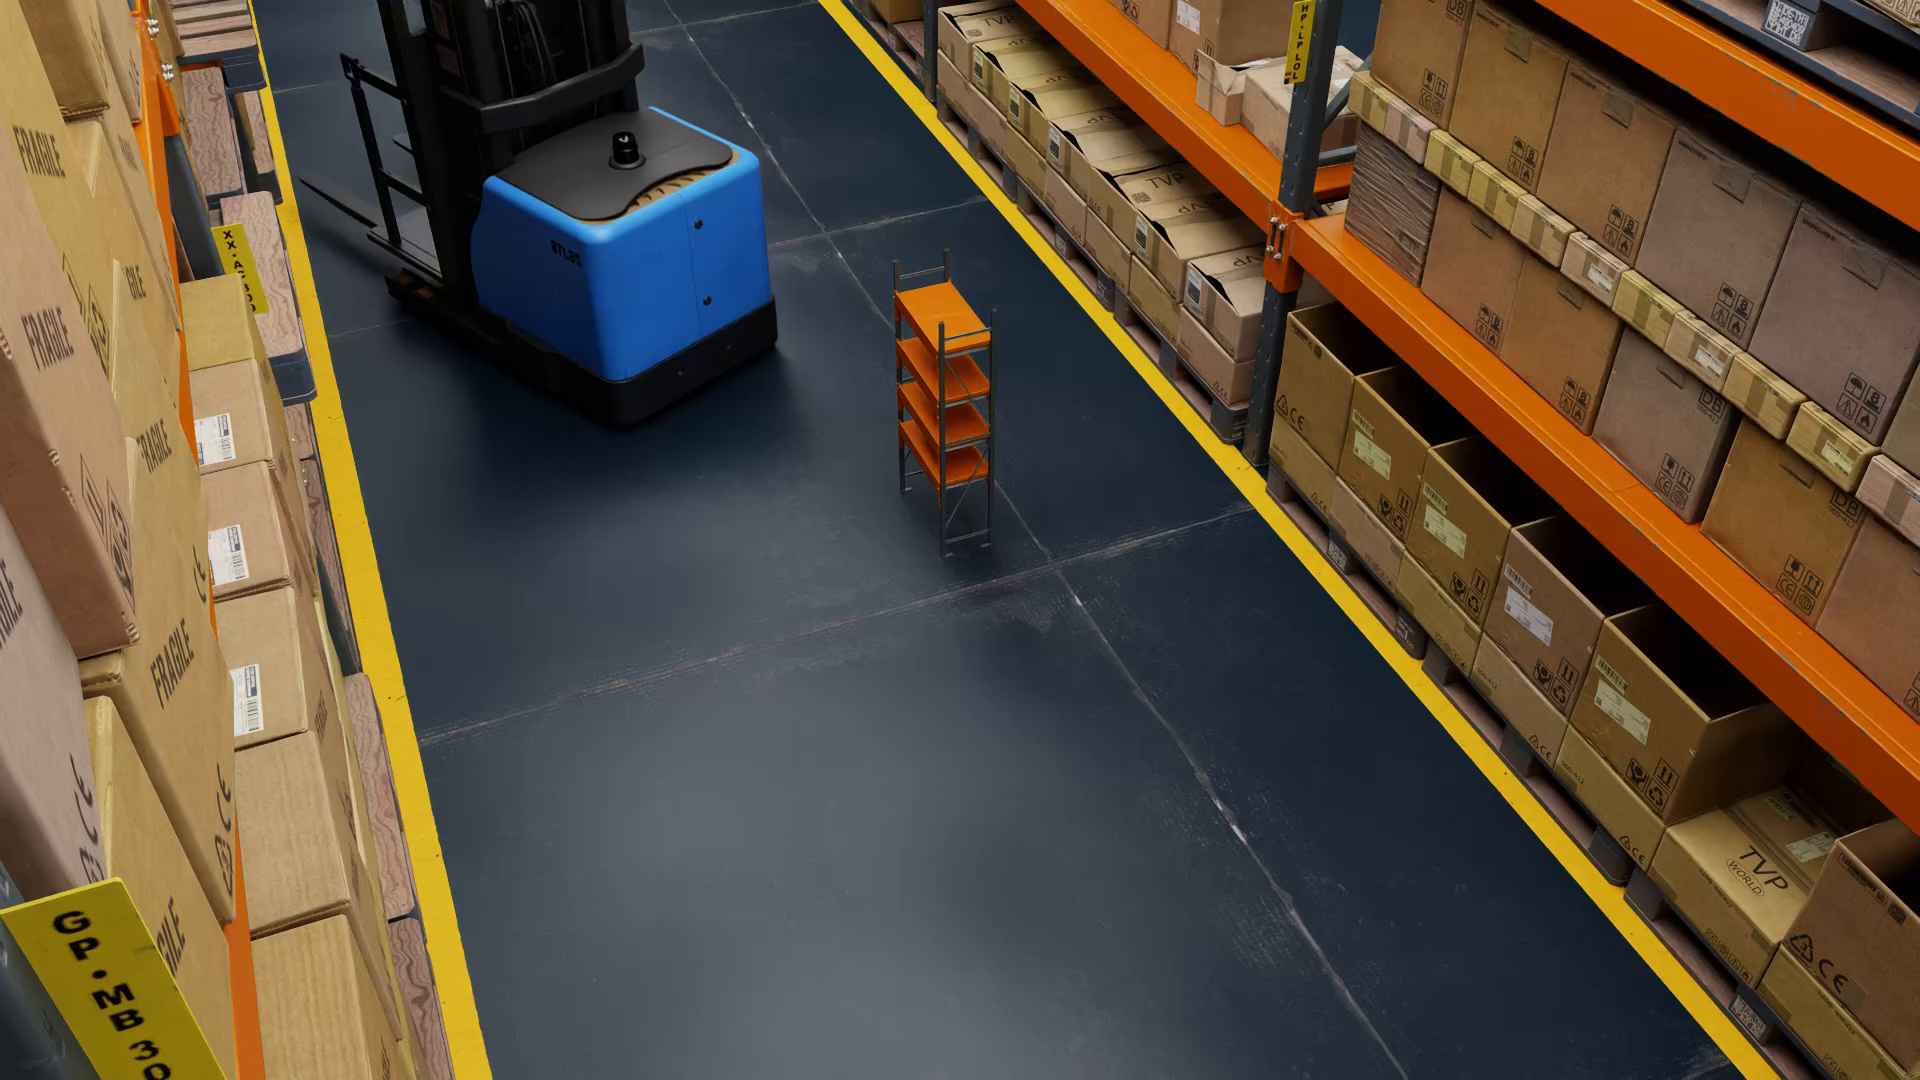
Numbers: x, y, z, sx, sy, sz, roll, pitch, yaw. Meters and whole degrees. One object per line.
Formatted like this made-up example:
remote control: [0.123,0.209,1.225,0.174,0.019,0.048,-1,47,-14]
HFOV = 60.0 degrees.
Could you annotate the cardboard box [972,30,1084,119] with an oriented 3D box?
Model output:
cardboard box: [0.398,-2.659,9.399,0.500,0.311,0.500,-16,43,-18]

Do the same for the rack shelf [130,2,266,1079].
rack shelf: [-2.019,-0.045,3.253,1.077,0.370,4.000,-15,43,-17]

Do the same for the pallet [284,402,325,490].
pallet: [-3.554,-0.533,7.708,1.003,0.211,1.213,-15,43,-17]

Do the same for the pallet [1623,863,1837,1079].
pallet: [2.990,1.393,5.468,1.003,0.211,1.213,-15,43,-17]

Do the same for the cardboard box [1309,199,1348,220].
cardboard box: [1.676,-1.567,8.128,0.500,0.311,0.500,-16,43,-17]

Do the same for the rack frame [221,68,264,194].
rack frame: [-4.315,-2.795,8.200,1.000,3.000,0.127,-15,43,-17]

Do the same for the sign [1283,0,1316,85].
sign: [1.293,-1.891,6.321,0.100,0.325,0.005,-15,43,-17]

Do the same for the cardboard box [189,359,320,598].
cardboard box: [-2.122,-0.114,4.606,0.500,0.500,0.500,-15,43,-17]

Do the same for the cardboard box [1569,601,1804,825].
cardboard box: [2.445,0.537,5.536,0.500,0.500,0.500,-15,43,-17]

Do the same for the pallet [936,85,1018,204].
pallet: [0.539,-2.470,9.961,1.003,0.211,1.213,-15,43,-17]

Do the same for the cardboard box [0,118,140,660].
cardboard box: [-1.322,-0.145,1.959,0.500,0.500,0.500,-16,43,-17]

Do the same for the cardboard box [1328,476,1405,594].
cardboard box: [1.875,-0.083,6.832,0.500,0.250,0.500,-15,43,-17]

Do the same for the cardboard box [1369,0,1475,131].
cardboard box: [1.967,-1.888,6.073,0.700,0.500,0.500,-15,43,-17]

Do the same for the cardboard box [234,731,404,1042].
cardboard box: [-1.531,0.813,3.528,0.500,0.500,0.500,-16,43,-18]

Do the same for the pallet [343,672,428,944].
pallet: [-2.495,1.068,5.847,1.003,0.211,1.213,-15,43,-17]

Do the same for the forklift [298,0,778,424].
forklift: [-2.344,-2.480,7.886,3.031,2.935,1.130,30,49,30]

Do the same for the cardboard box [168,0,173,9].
cardboard box: [-4.126,-2.719,7.697,0.700,0.500,0.500,-20,45,-22]

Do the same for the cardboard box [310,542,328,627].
cardboard box: [-2.140,0.176,4.845,0.500,0.250,0.500,-15,43,-17]

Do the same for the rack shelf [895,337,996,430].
rack shelf: [-0.063,-0.673,6.873,0.258,0.148,0.480,-15,43,-17]

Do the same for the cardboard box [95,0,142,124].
cardboard box: [-2.362,-1.324,4.097,0.500,0.500,0.500,-14,43,-16]

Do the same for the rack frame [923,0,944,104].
rack frame: [0.260,-4.033,9.639,1.000,3.000,0.127,-15,43,-17]

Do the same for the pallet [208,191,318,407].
pallet: [-2.942,-0.809,6.038,1.003,0.211,1.213,-15,43,-17]

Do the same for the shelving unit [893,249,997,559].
shelving unit: [-0.063,-0.555,6.975,0.258,1.200,0.503,-15,43,-17]

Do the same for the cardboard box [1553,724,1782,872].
cardboard box: [2.448,0.821,5.781,0.500,0.250,0.500,-15,43,-17]

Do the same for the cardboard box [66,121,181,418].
cardboard box: [-1.750,-0.384,3.004,0.500,0.500,0.500,-13,42,-14]

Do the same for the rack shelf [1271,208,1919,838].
rack shelf: [2.556,-0.146,5.671,1.077,0.370,4.000,-15,43,-17]

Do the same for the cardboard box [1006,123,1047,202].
cardboard box: [0.587,-2.147,9.233,0.500,0.250,0.500,-16,43,-18]

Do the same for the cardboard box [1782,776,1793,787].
cardboard box: [2.936,0.689,5.935,0.500,0.250,0.500,-15,43,-17]

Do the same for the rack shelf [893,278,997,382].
rack shelf: [-0.063,-0.853,6.719,0.258,0.148,0.480,-15,43,-17]

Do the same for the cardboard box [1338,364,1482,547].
cardboard box: [1.878,-0.368,6.589,0.500,0.500,0.500,-15,43,-17]

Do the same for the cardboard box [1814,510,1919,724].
cardboard box: [2.949,0.149,4.700,0.700,0.500,0.500,-14,43,-16]

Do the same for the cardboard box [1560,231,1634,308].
cardboard box: [2.212,-0.922,5.447,0.380,0.149,0.250,-16,43,-18]

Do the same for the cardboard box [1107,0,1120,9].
cardboard box: [0.918,-3.064,8.436,0.500,0.500,0.500,-17,44,-19]

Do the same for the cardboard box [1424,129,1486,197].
cardboard box: [1.911,-1.391,5.993,0.380,0.149,0.250,-16,43,-18]

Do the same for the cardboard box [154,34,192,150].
cardboard box: [-3.436,-1.633,6.434,0.700,0.500,0.500,-10,42,-11]

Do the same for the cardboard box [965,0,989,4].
cardboard box: [0.350,-3.598,10.713,0.500,0.500,0.500,-13,42,-15]

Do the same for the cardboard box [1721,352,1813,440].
cardboard box: [2.502,-0.460,4.910,0.380,0.149,0.250,-14,43,-16]

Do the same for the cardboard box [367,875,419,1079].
cardboard box: [-1.549,1.083,3.790,0.500,0.250,0.500,-16,43,-18]

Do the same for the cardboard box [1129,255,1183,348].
cardboard box: [1.173,-1.223,8.158,0.500,0.250,0.500,-16,43,-18]

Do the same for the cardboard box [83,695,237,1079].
cardboard box: [-1.151,0.577,1.885,0.500,0.500,0.500,-14,43,-16]

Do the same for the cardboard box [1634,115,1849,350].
cardboard box: [2.543,-0.981,5.018,0.700,0.500,0.500,-15,43,-17]

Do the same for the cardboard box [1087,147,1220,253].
cardboard box: [0.977,-1.738,8.328,0.500,0.311,0.500,-15,43,-17]

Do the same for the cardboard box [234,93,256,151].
cardboard box: [-4.475,-2.615,9.317,0.750,0.750,0.750,-16,43,-17]

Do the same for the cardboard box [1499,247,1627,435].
cardboard box: [2.363,-0.776,5.776,0.700,0.500,0.500,-14,43,-16]

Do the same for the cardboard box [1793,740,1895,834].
cardboard box: [3.129,0.706,5.340,0.500,0.500,0.500,-15,43,-17]

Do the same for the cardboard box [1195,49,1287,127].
cardboard box: [1.285,-2.056,7.444,0.396,0.266,0.258,-16,43,-18]
